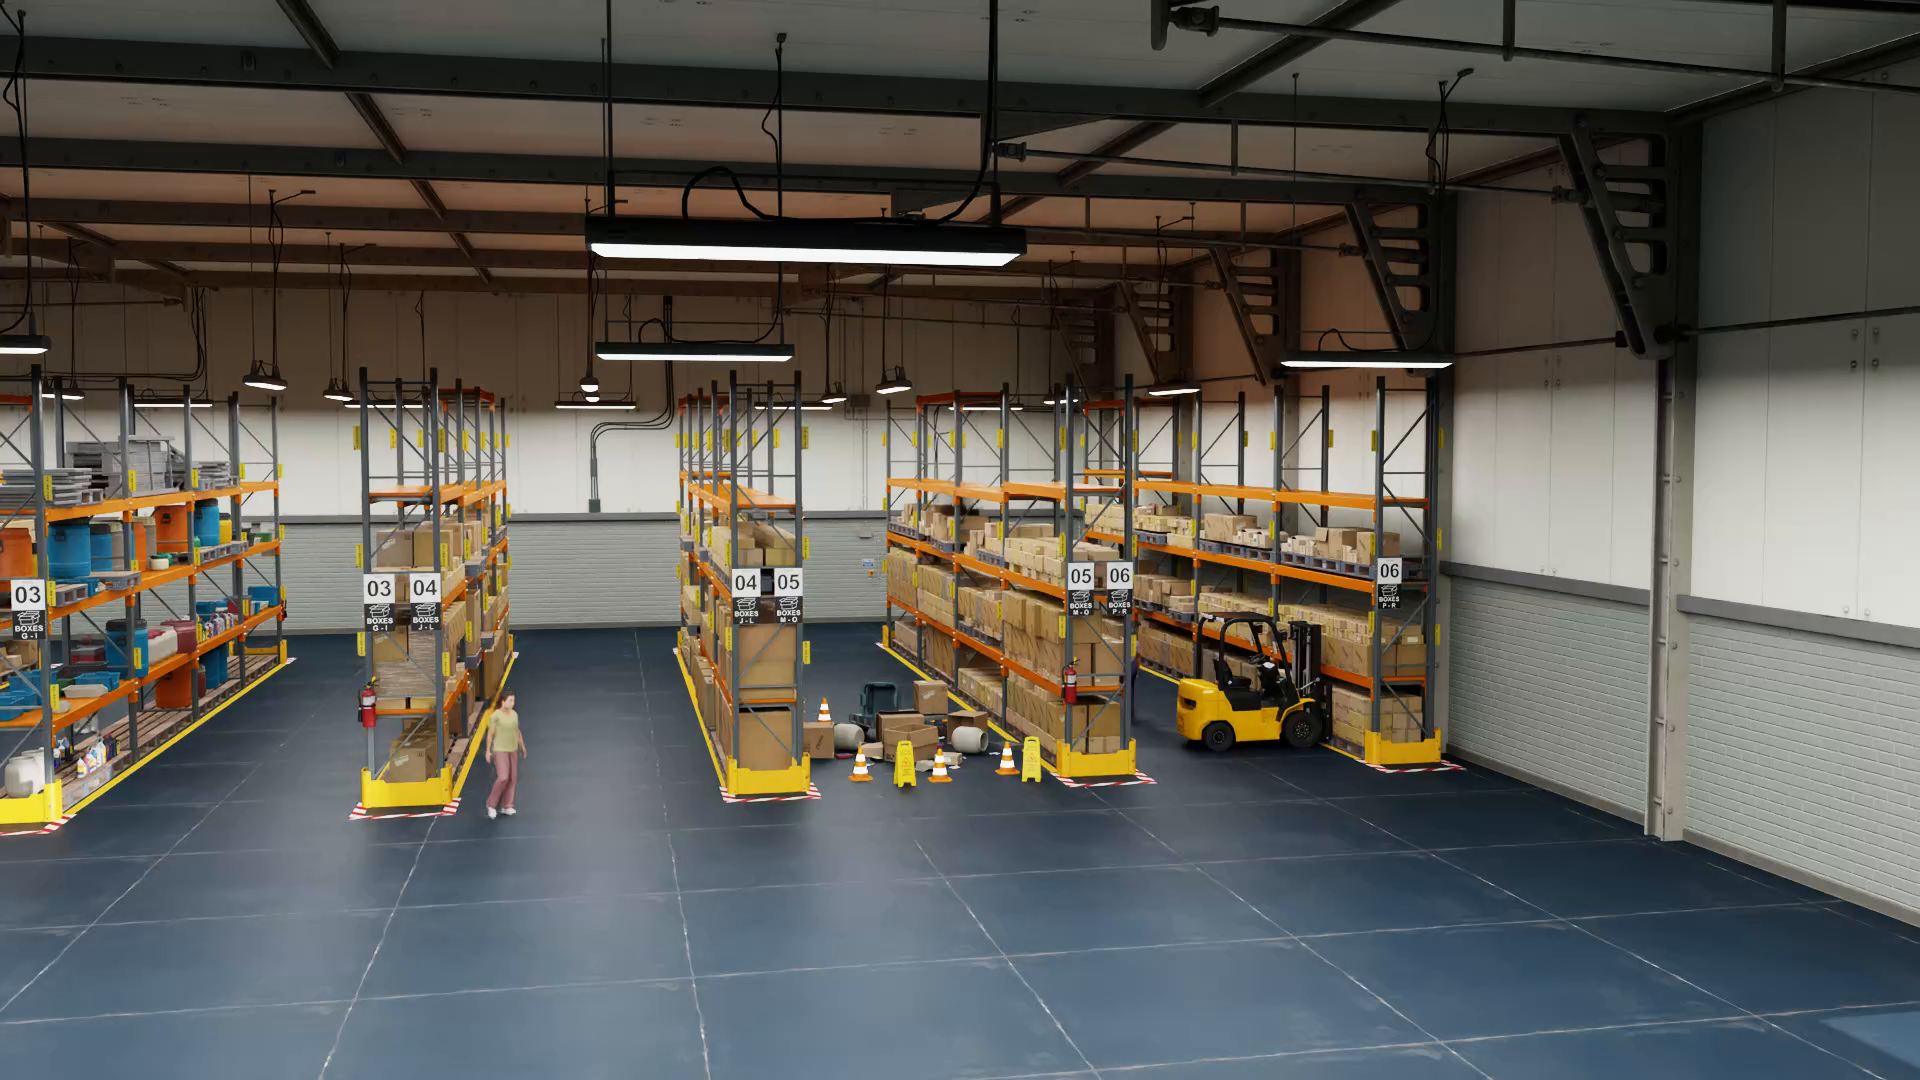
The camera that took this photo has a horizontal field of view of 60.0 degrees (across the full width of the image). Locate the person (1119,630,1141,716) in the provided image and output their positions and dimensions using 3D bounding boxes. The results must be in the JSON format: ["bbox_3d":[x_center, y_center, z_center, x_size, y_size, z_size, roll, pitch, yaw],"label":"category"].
[{"bbox_3d":[3.006,2.384,30.225,0.519,1.658,0.743,-1,4,-15],"label":"person"}]

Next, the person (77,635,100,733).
[{"bbox_3d":[-14.979,2.481,28.484,0.538,1.706,0.375,-3,4,-40],"label":"person"}]

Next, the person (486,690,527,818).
[{"bbox_3d":[-6.084,2.851,22.292,0.379,1.680,0.569,2,4,35],"label":"person"}]
